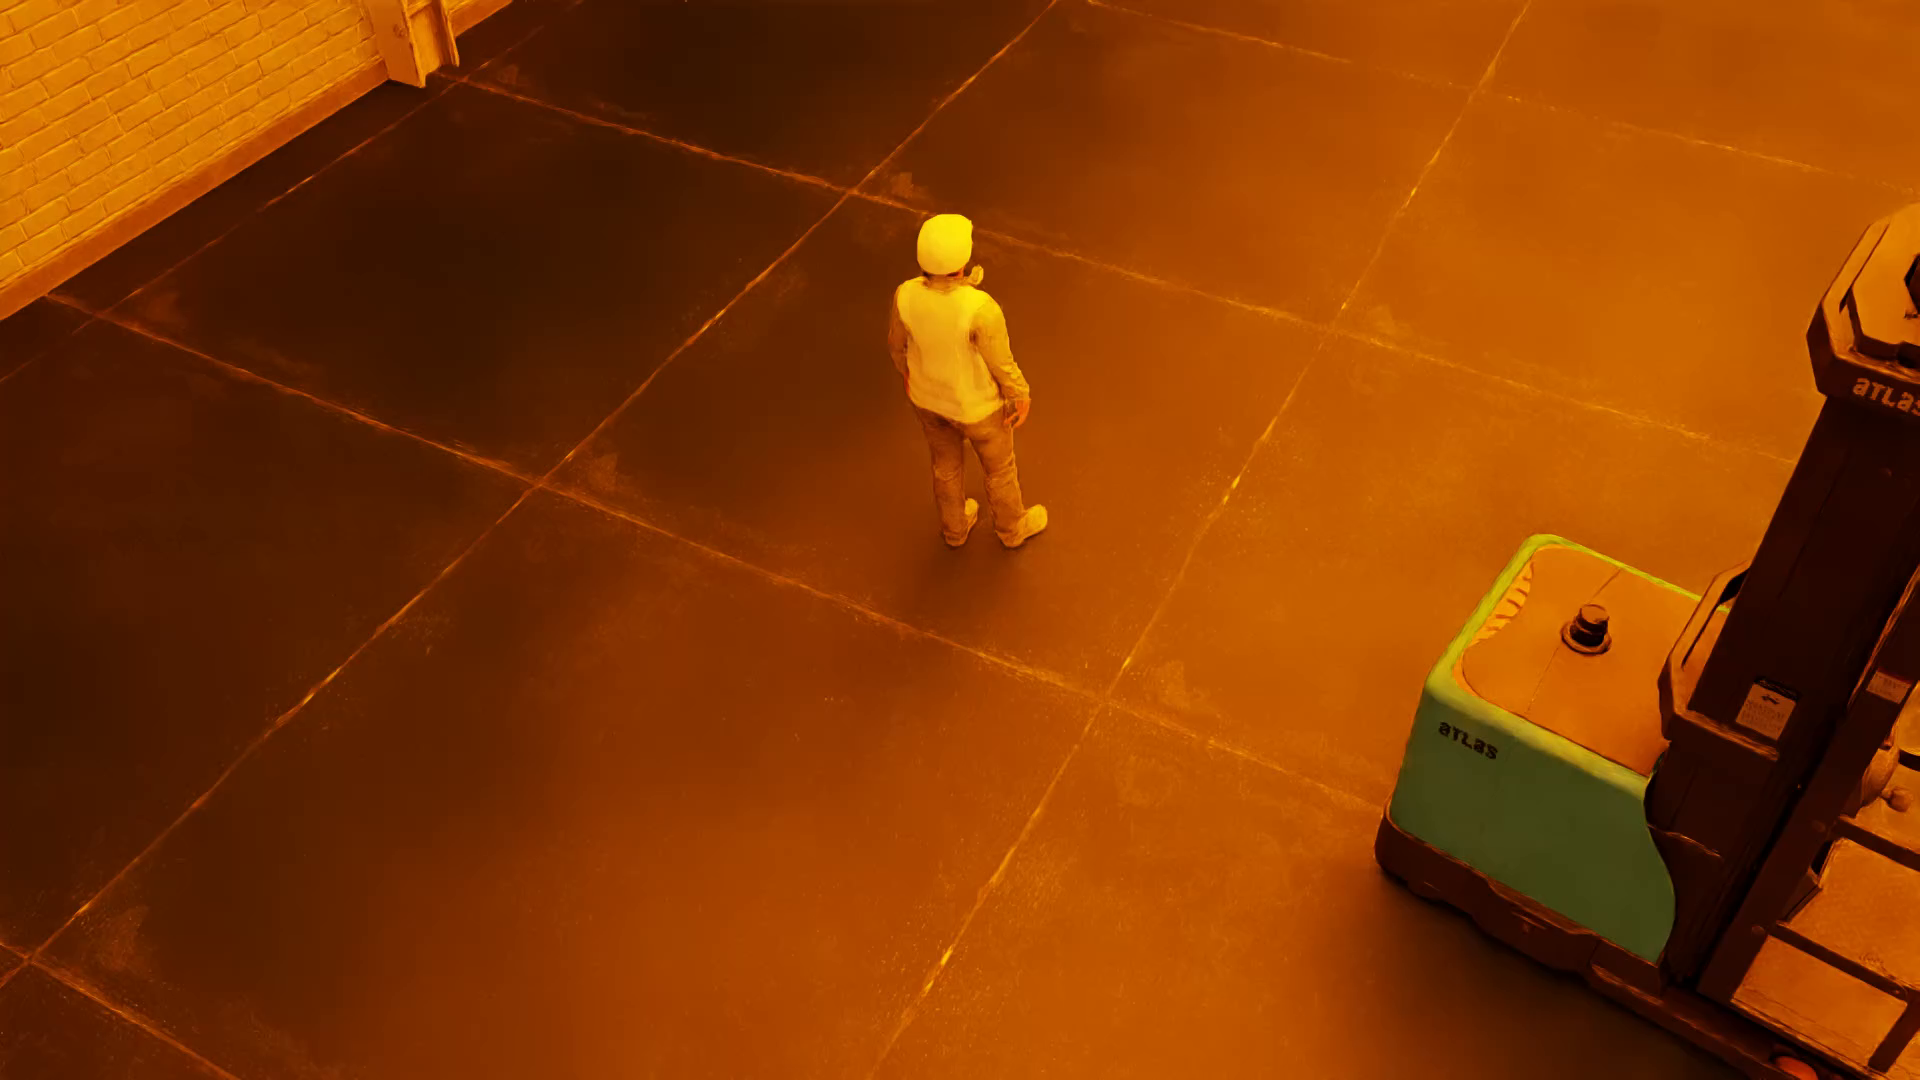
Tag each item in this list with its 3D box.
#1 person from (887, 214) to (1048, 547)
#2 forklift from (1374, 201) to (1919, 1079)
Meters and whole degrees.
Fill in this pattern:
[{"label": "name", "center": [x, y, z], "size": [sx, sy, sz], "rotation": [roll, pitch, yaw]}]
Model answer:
[{"label": "person", "center": [0.036, -0.686, 7.215], "size": [0.632, 1.773, 0.567], "rotation": [20, 47, 20]}, {"label": "forklift", "center": [3.084, 0.536, 5.085], "size": [3.031, 2.935, 1.130], "rotation": [27, 50, 26]}]
